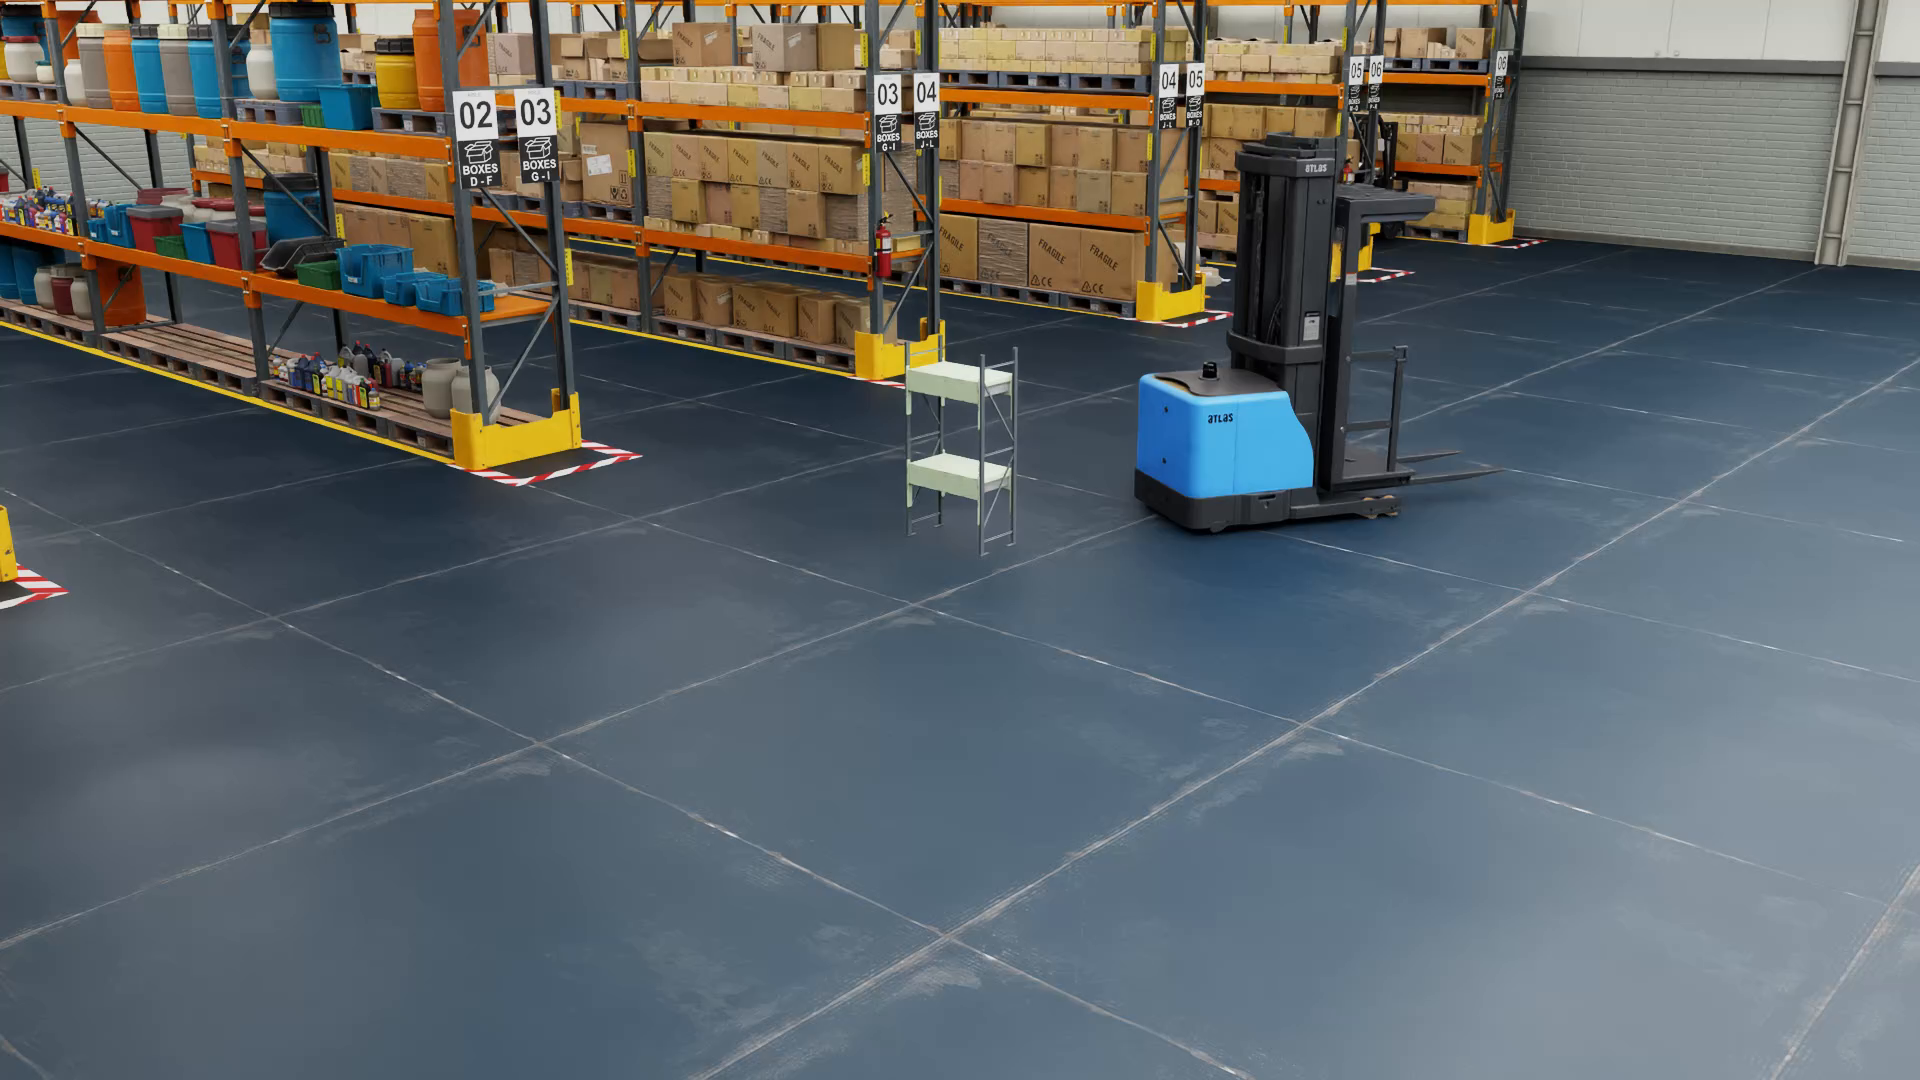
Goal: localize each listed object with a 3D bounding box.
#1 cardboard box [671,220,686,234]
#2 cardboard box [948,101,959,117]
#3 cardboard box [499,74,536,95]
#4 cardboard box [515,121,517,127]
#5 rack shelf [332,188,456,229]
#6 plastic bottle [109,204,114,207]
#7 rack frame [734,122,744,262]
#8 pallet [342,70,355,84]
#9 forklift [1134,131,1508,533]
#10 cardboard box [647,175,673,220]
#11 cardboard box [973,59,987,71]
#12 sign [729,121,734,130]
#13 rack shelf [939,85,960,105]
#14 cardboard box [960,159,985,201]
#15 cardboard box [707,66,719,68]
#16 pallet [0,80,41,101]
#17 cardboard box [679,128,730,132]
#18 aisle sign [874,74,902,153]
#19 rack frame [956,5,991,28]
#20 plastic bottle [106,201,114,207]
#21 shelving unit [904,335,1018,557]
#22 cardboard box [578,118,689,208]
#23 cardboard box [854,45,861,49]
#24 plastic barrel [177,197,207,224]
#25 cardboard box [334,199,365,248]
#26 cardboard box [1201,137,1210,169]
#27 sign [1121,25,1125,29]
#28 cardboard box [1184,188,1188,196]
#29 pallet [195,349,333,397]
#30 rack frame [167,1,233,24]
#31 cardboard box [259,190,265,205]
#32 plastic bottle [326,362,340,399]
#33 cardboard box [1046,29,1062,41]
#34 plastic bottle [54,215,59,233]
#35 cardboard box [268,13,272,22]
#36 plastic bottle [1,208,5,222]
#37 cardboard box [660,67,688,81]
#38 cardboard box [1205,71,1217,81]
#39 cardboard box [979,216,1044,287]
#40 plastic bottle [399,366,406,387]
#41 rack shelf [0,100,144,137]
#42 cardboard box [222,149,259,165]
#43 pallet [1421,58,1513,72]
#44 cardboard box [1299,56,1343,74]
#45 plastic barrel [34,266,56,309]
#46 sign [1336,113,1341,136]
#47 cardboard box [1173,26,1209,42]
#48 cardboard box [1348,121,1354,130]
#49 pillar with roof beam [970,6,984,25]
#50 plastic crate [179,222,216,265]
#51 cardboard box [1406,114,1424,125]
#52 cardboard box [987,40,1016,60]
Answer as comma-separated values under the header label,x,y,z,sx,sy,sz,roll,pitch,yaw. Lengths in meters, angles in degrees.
label,x,y,z,sx,sy,sz,roll,pitch,yaw
cardboard box,-3.249,-3.787,20.001,0.250,0.149,0.380,15,23,39
cardboard box,-0.214,-7.839,30.535,0.500,0.500,0.500,14,22,37
cardboard box,-5.628,-5.920,21.597,0.500,0.250,0.500,16,23,40
cardboard box,-7.888,-7.359,30.185,0.500,0.500,0.500,14,23,38
rack shelf,-8.081,-4.977,24.524,4.000,0.370,1.077,15,23,39
plastic bottle,-10.437,-4.005,20.485,0.097,0.271,0.097,0,18,0
rack frame,-3.217,-6.020,26.622,0.127,3.000,1.000,15,23,39
pallet,-8.859,-6.887,24.711,1.217,0.209,0.805,14,22,37
forklift,2.984,-1.708,13.148,3.031,2.935,1.130,-6,19,-19
cardboard box,-3.298,-4.200,20.231,0.500,0.500,0.875,15,23,39
cardboard box,0.389,-6.472,22.645,0.250,0.149,0.380,15,23,38
sign,-3.571,-6.410,26.066,0.005,0.325,0.100,15,23,39
rack shelf,-1.722,-6.705,25.012,4.000,0.370,1.077,15,23,39
cardboard box,0.485,-5.112,23.512,0.550,0.550,0.875,15,23,39
cardboard box,-3.019,-5.589,19.894,0.250,0.149,0.380,15,23,40
pallet,-11.363,-5.578,20.583,1.213,0.211,1.003,15,23,39
cardboard box,-3.074,-4.753,20.320,0.500,0.500,0.500,15,23,39
aisle sign,-0.755,-4.471,17.443,0.004,0.787,0.394,15,23,39
rack frame,0.293,-11.947,35.379,0.127,3.000,1.000,15,23,39
plastic bottle,-10.571,-4.079,20.697,0.133,0.283,0.061,15,23,39
shelving unit,0.005,-0.714,12.381,0.755,1.500,0.431,15,23,39
cardboard box,-4.095,-4.792,21.068,1.000,1.000,1.000,15,23,40
cardboard box,-1.683,-7.154,24.525,0.500,0.311,0.500,14,22,37
plastic barrel,-8.647,-3.608,18.837,0.421,0.512,0.421,0,18,0
cardboard box,-9.085,-4.785,25.548,0.875,0.875,1.225,15,23,39
cardboard box,3.886,-6.196,26.519,0.500,0.500,0.500,15,23,39
sign,2.619,-8.095,26.695,0.005,0.325,0.100,15,23,39
cardboard box,3.686,-5.592,26.814,0.250,0.149,0.380,16,24,41
pallet,-7.494,-1.814,17.980,1.213,0.211,1.003,15,23,39
rack frame,-12.569,-9.384,27.304,0.127,3.000,1.000,15,23,39
cardboard box,-10.691,-5.240,26.983,0.875,0.875,0.875,15,23,39
plastic bottle,-6.094,-1.562,16.228,0.185,0.351,0.144,15,23,39
cardboard box,1.338,-6.598,21.722,0.250,0.149,0.380,15,23,38
plastic bottle,-10.778,-3.781,19.895,0.097,0.201,0.097,0,18,0
cardboard box,-10.276,-7.994,25.620,0.500,0.250,0.500,13,22,36
plastic bottle,-12.010,-4.112,20.937,0.097,0.201,0.097,0,18,0
cardboard box,-3.311,-5.490,19.583,0.250,0.149,0.380,14,22,37
cardboard box,3.961,-7.270,26.018,0.250,0.149,0.380,14,23,38
cardboard box,0.875,-4.082,23.334,0.875,0.875,0.875,15,23,40
plastic bottle,-5.598,-1.652,16.757,0.097,0.201,0.097,0,18,0
rack shelf,-11.369,-5.286,20.540,4.000,0.370,1.077,15,23,39
cardboard box,-11.622,-6.233,27.049,0.500,0.250,0.500,14,22,37
pallet,8.756,-8.213,28.720,1.213,0.211,1.003,15,23,39
cardboard box,5.415,-7.096,24.809,0.500,0.250,0.500,15,23,39
plastic barrel,-11.576,-3.226,21.238,0.421,0.512,0.421,0,18,0
sign,5.593,-6.135,24.548,0.005,0.325,0.100,15,23,39
cardboard box,4.426,-9.604,31.933,0.500,0.500,0.500,16,23,41
cardboard box,7.079,-7.497,30.039,0.250,0.149,0.380,15,23,39
pillar with roof beam,-2.487,-11.316,33.393,0.400,9.000,9.100,15,23,39
plastic crate,-7.913,-3.138,17.567,0.575,0.384,0.392,15,23,39
cardboard box,8.036,-7.384,29.189,0.250,0.149,0.380,16,23,41
cardboard box,0.710,-6.601,22.391,0.500,0.250,0.500,15,23,39
